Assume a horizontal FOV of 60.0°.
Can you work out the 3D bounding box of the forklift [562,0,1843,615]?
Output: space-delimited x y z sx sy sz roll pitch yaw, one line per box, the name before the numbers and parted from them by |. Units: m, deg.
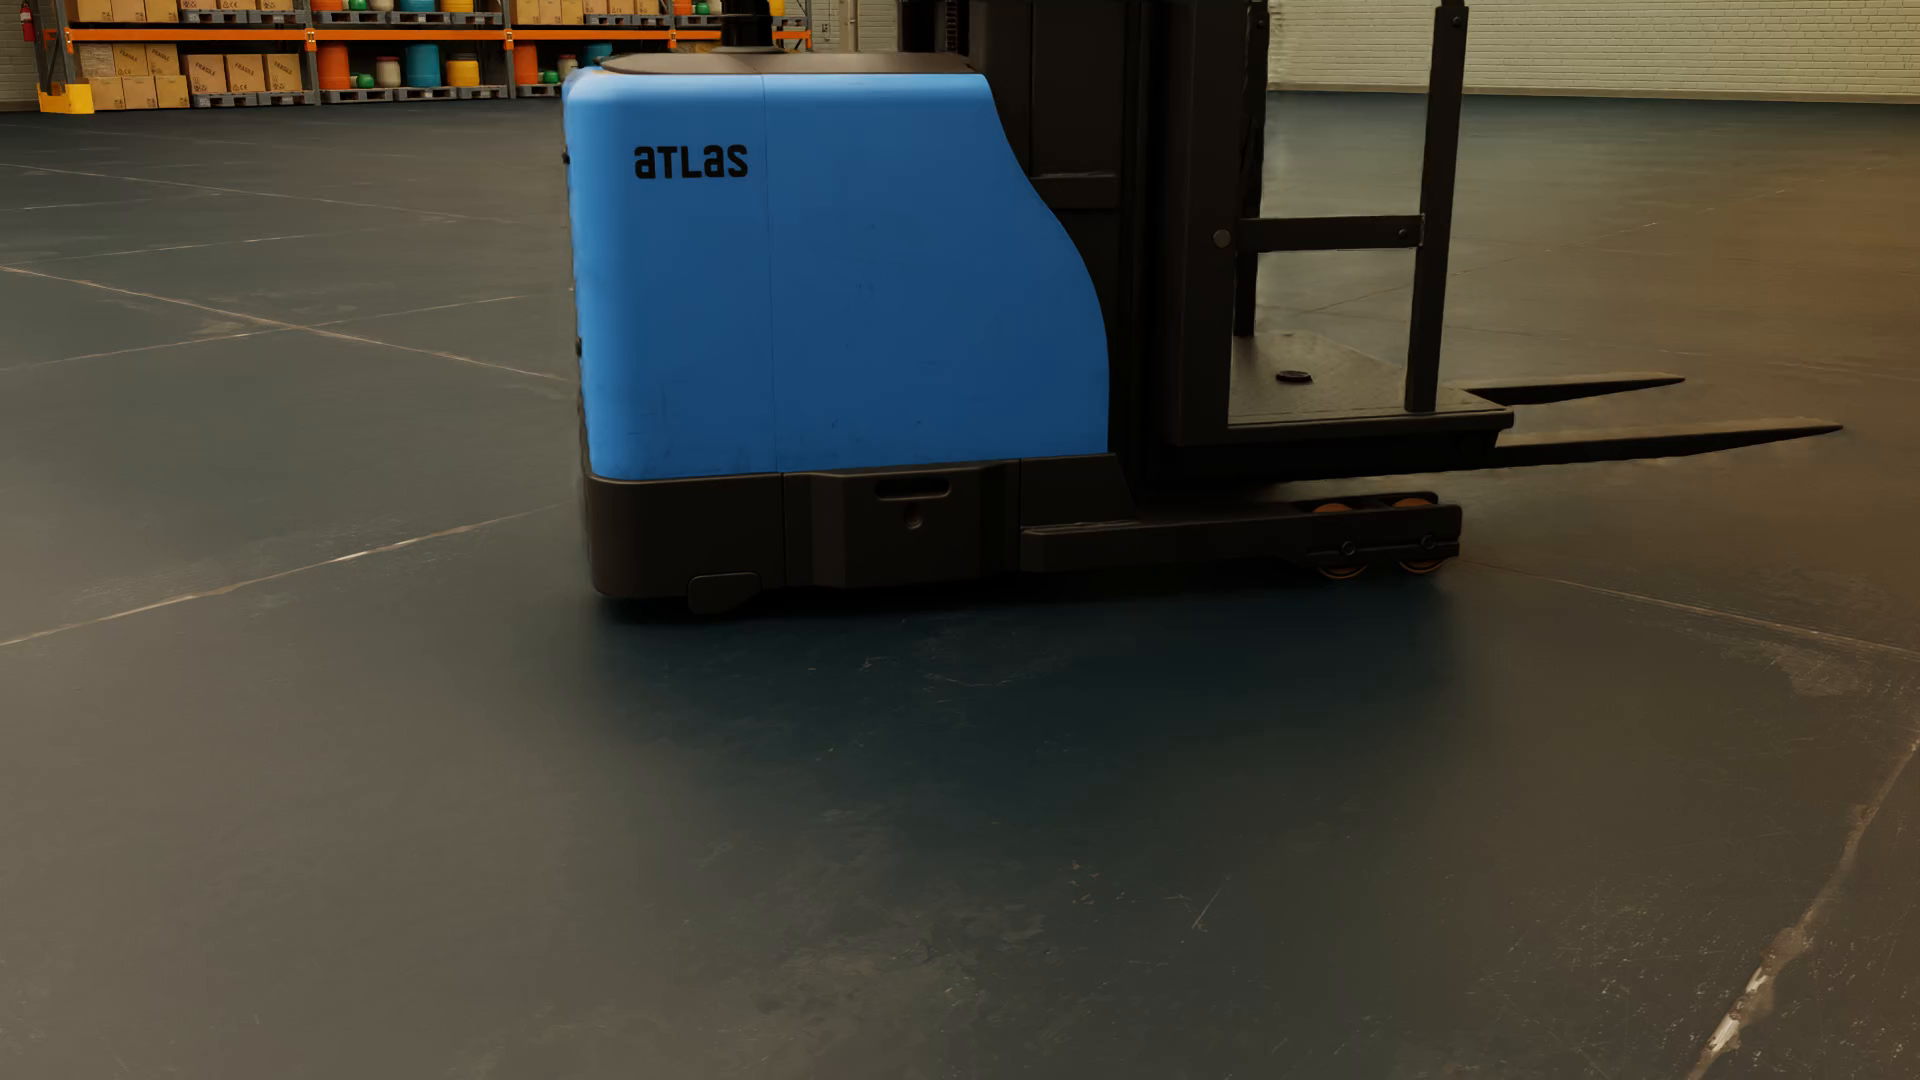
forklift | 0.629 -1.460 3.706 3.031 2.935 1.130 -4 17 -13
